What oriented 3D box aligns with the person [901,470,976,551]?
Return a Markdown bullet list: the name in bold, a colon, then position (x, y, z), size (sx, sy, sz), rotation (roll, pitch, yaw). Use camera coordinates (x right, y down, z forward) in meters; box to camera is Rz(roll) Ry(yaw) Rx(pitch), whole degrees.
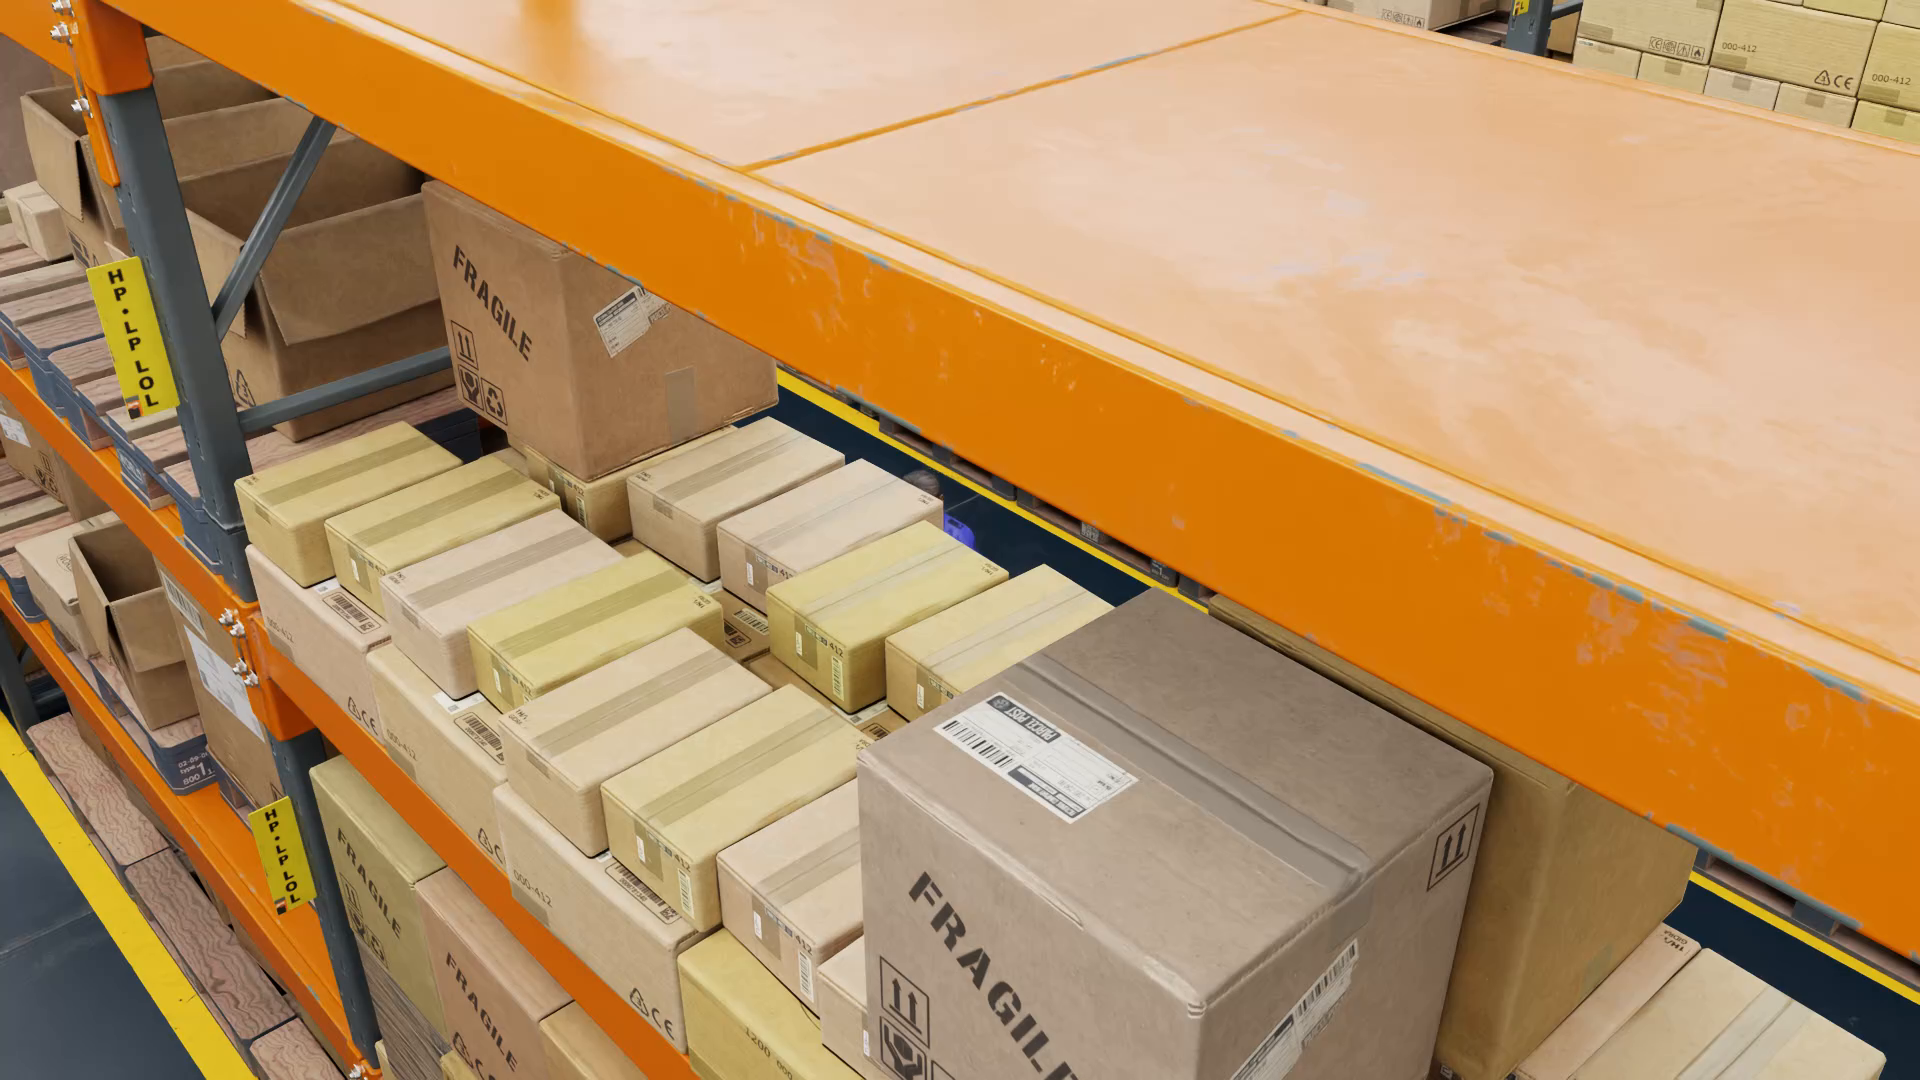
- **person**: position (-0.146, 0.415, 6.958), size (0.461, 1.650, 0.505), rotation (10, 33, 16)
